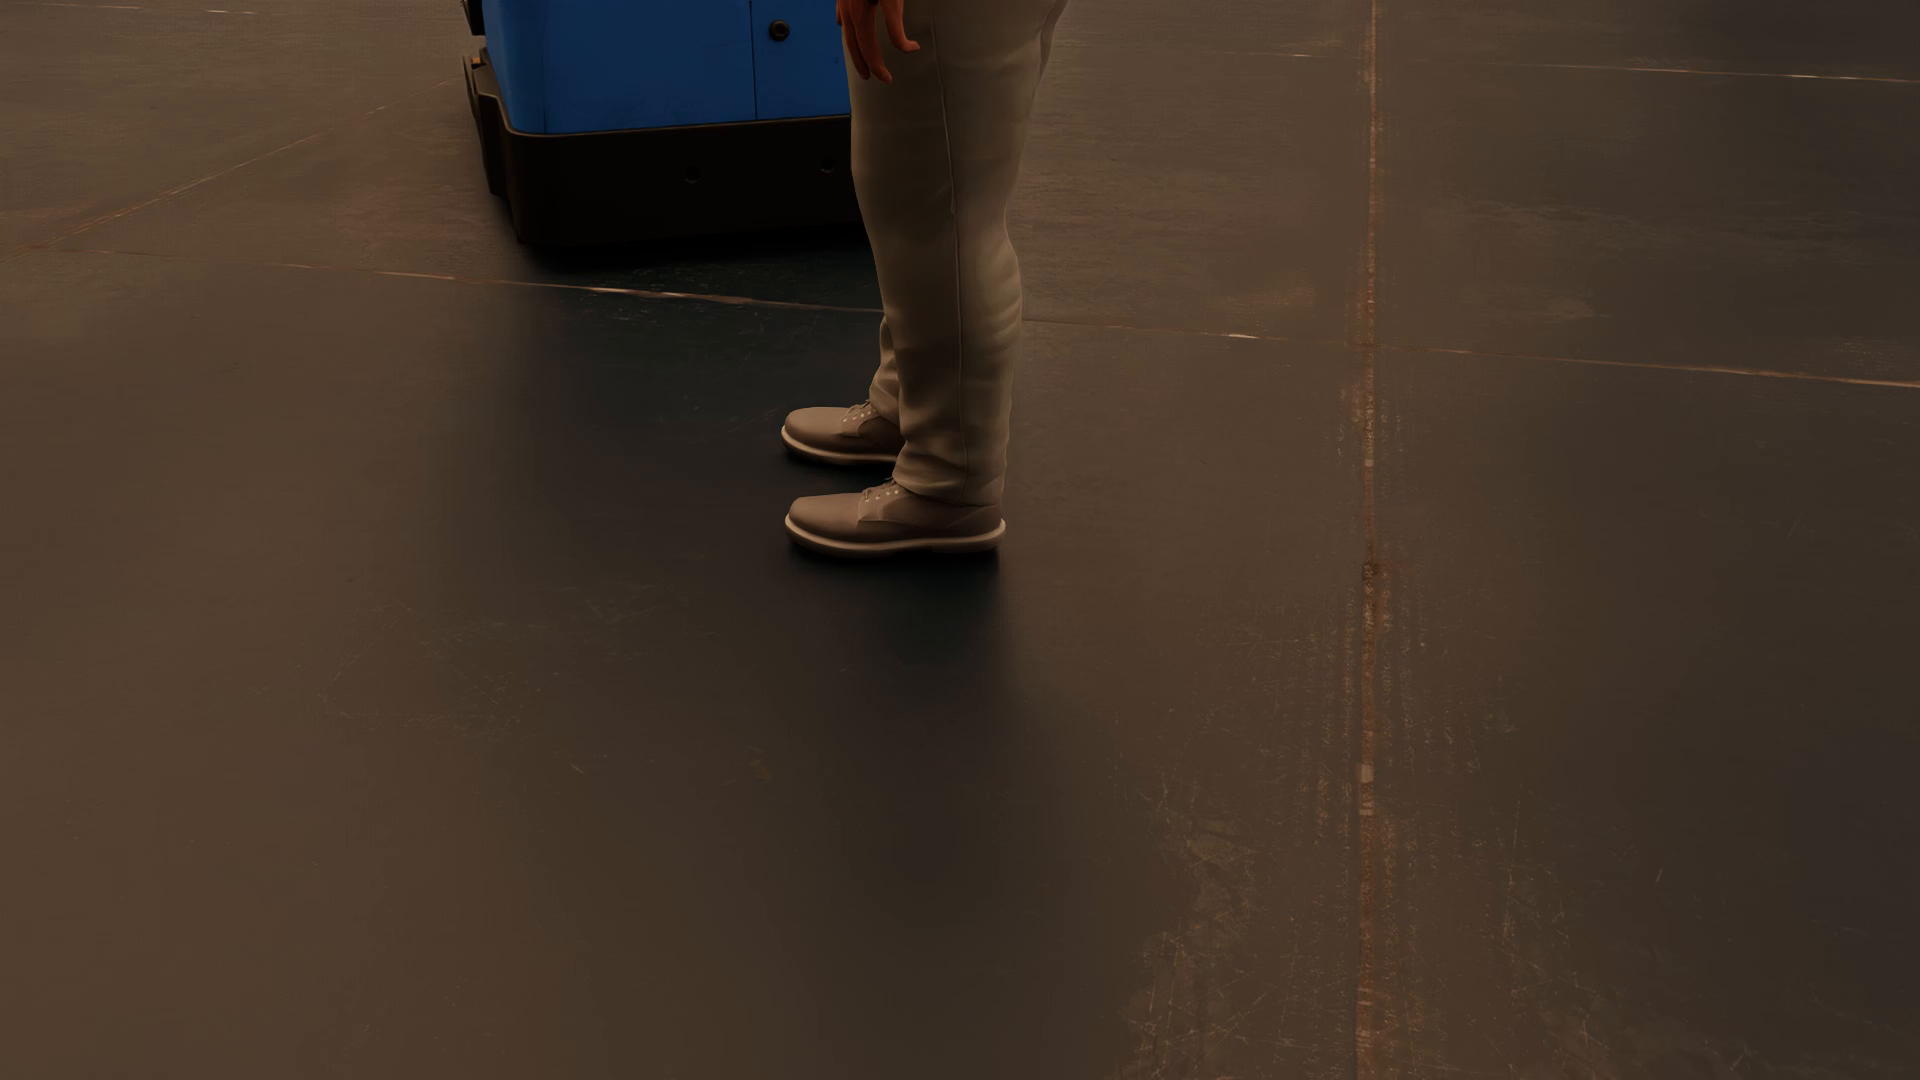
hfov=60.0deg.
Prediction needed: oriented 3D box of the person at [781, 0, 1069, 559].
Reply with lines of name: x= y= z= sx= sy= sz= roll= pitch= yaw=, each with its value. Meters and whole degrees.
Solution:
person: x=-0.074 y=-0.815 z=2.120 sx=0.574 sy=1.780 sz=0.641 roll=6 pitch=27 yaw=11

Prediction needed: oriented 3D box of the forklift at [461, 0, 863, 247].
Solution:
forklift: x=-0.891 y=-2.587 z=4.373 sx=1.130 sy=2.935 sz=3.031 roll=-8 pitch=28 yaw=-16
